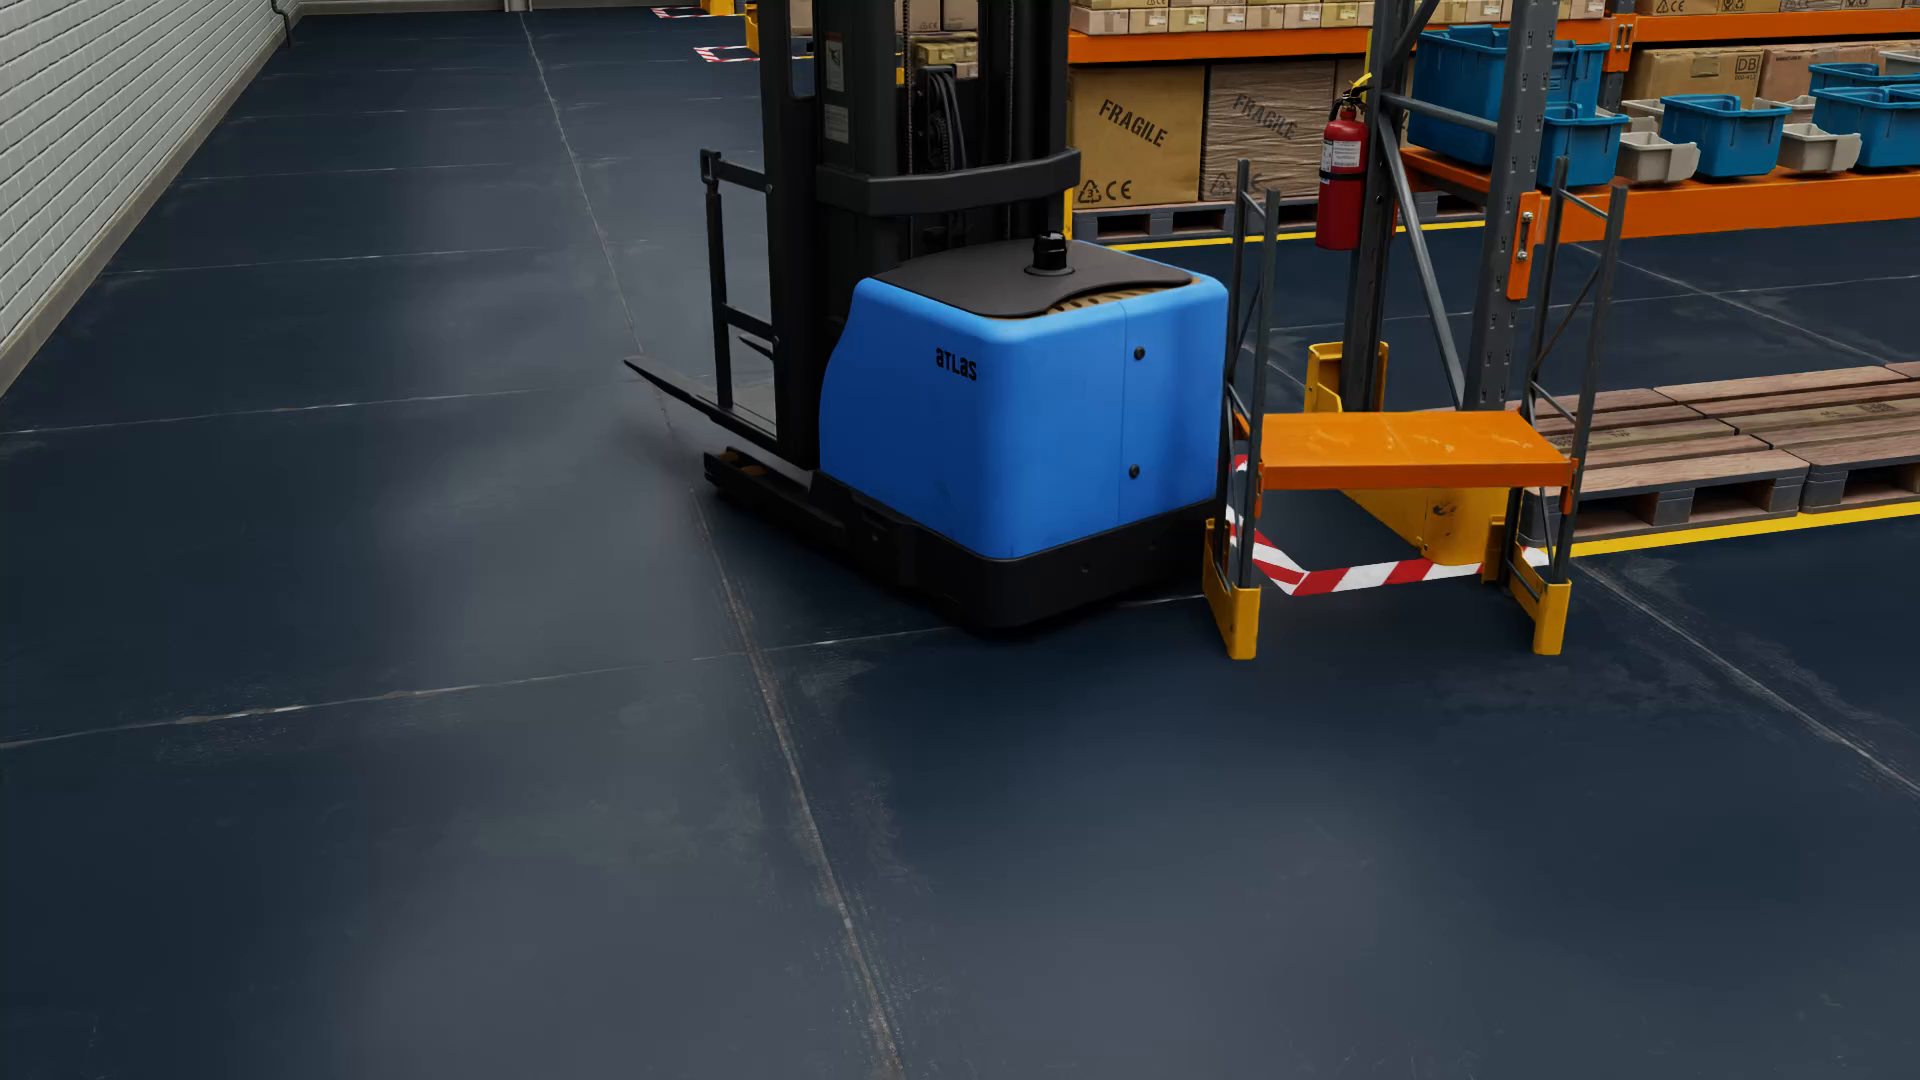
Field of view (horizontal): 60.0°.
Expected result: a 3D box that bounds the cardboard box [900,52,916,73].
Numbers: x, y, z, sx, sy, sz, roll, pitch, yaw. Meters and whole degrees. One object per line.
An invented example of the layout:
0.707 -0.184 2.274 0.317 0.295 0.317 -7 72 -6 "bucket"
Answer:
-0.390 -4.484 15.601 0.250 0.149 0.380 -7 24 -16 "cardboard box"

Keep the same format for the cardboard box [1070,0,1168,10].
0.956 -3.422 10.235 0.500 0.250 0.500 -7 24 -16 "cardboard box"

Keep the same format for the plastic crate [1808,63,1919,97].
3.667 -1.792 6.759 0.300 0.233 0.416 -6 24 -14 "plastic crate"

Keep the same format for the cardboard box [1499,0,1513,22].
3.572 -3.505 10.933 0.250 0.149 0.380 -7 24 -15 "cardboard box"

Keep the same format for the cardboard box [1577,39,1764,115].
4.883 -3.124 11.889 0.875 0.875 1.225 -6 24 -14 "cardboard box"

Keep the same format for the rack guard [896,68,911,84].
-0.748 -4.159 15.309 0.348 0.500 1.175 -6 24 -14 "rack guard"

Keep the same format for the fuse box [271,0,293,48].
-8.106 -6.780 19.880 0.414 1.711 0.539 -6 24 -14 "fuse box"

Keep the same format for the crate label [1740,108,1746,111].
3.040 -1.652 6.554 0.243 0.136 0.396 -6 24 -14 "crate label"

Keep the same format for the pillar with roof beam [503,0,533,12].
-5.277 -10.230 18.679 0.400 9.000 9.100 -6 24 -14 "pillar with roof beam"

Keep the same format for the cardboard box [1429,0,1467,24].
3.076 -3.450 10.804 0.250 0.149 0.380 -6 24 -13 "cardboard box"

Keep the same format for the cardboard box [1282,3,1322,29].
2.089 -3.341 10.550 0.250 0.149 0.380 -7 24 -15 "cardboard box"

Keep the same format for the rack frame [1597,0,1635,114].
4.272 -3.832 11.376 0.127 3.000 1.000 -6 24 -14 "rack frame"

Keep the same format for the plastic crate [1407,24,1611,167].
2.031 -1.676 6.230 0.499 0.435 0.616 -6 24 -14 "plastic crate"

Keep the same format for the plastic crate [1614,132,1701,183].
2.417 -1.336 5.817 0.298 0.136 0.250 -6 24 -14 "plastic crate"

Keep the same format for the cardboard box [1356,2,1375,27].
2.585 -3.396 10.679 0.250 0.149 0.380 -6 24 -14 "cardboard box"

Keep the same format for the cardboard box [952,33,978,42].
0.092 -4.689 15.703 0.250 0.149 0.380 -7 24 -16 "cardboard box"

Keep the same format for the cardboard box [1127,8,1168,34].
1.099 -3.231 10.294 0.250 0.149 0.380 -7 24 -15 "cardboard box"

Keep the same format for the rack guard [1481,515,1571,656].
1.898 0.143 5.599 0.087 0.250 0.587 -1 23 -2 "rack guard"

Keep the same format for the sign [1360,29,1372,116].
1.595 -1.807 6.451 0.005 0.325 0.100 -6 24 -14 "sign"

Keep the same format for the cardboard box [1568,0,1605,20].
4.067 -3.560 11.060 0.250 0.149 0.380 -6 24 -14 "cardboard box"

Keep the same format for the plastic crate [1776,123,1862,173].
3.070 -1.408 5.986 0.298 0.136 0.250 -6 24 -14 "plastic crate"

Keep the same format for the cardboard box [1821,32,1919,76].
6.593 -3.317 12.338 0.875 0.875 1.225 -6 24 -14 "cardboard box"

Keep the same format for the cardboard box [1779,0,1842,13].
5.748 -3.939 11.499 0.500 0.500 0.500 -7 24 -16 "cardboard box"

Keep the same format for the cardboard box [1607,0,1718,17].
4.783 -3.832 11.250 0.500 0.500 0.500 -6 24 -14 "cardboard box"

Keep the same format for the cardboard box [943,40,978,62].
0.008 -4.458 15.163 0.250 0.149 0.380 -6 24 -13 "cardboard box"

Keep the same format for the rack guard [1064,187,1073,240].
0.398 -2.255 10.870 0.348 0.500 1.175 -6 24 -14 "rack guard"

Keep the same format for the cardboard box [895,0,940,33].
-0.769 -6.393 20.061 0.875 0.438 0.875 -6 24 -13 "cardboard box"

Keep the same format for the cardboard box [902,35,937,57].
-0.380 -4.609 15.515 0.250 0.149 0.380 -6 24 -14 "cardboard box"

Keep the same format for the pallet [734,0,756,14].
-2.760 -7.864 24.310 1.213 0.211 1.003 -6 24 -14 "pallet"

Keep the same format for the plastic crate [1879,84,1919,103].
3.642 -1.550 6.193 0.300 0.233 0.416 -6 24 -14 "plastic crate"

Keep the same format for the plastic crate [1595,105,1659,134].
2.495 -1.587 6.404 0.243 0.136 0.396 -6 24 -14 "plastic crate"

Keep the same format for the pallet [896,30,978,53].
-0.335 -6.130 20.269 1.213 0.211 1.003 -6 24 -14 "pallet"

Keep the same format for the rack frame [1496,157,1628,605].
1.918 -0.431 5.353 0.032 1.500 0.500 -1 23 -2 "rack frame"

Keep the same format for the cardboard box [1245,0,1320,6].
1.940 -3.532 10.491 0.500 0.250 0.500 -7 24 -16 "cardboard box"

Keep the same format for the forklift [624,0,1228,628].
-0.371 -1.578 6.211 1.130 2.935 3.031 -16 28 -33 "forklift"

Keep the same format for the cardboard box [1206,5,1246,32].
1.596 -3.286 10.424 0.250 0.149 0.380 -7 24 -15 "cardboard box"

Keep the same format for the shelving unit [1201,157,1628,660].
1.401 -0.424 5.337 1.083 1.500 0.587 -1 23 -2 "shelving unit"

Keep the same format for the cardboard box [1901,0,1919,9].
6.735 -4.050 11.757 0.500 0.500 0.500 -7 24 -16 "cardboard box"

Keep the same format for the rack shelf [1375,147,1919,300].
3.685 -1.408 6.639 4.000 0.370 1.077 -6 24 -14 "rack shelf"

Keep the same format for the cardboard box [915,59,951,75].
-0.248 -4.278 15.121 0.250 0.149 0.380 -5 24 -12 "cardboard box"

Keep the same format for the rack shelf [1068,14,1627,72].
2.347 -3.288 11.022 4.000 0.370 1.077 -6 24 -14 "rack shelf"

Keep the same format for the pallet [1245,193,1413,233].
2.342 -2.368 11.500 1.213 0.211 1.003 -6 24 -14 "pallet"

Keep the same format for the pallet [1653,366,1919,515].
3.736 -0.446 7.021 1.213 0.211 1.003 -6 24 -14 "pallet"

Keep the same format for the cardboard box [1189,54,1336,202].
1.892 -2.818 11.175 0.875 0.875 0.875 -6 24 -14 "cardboard box"
